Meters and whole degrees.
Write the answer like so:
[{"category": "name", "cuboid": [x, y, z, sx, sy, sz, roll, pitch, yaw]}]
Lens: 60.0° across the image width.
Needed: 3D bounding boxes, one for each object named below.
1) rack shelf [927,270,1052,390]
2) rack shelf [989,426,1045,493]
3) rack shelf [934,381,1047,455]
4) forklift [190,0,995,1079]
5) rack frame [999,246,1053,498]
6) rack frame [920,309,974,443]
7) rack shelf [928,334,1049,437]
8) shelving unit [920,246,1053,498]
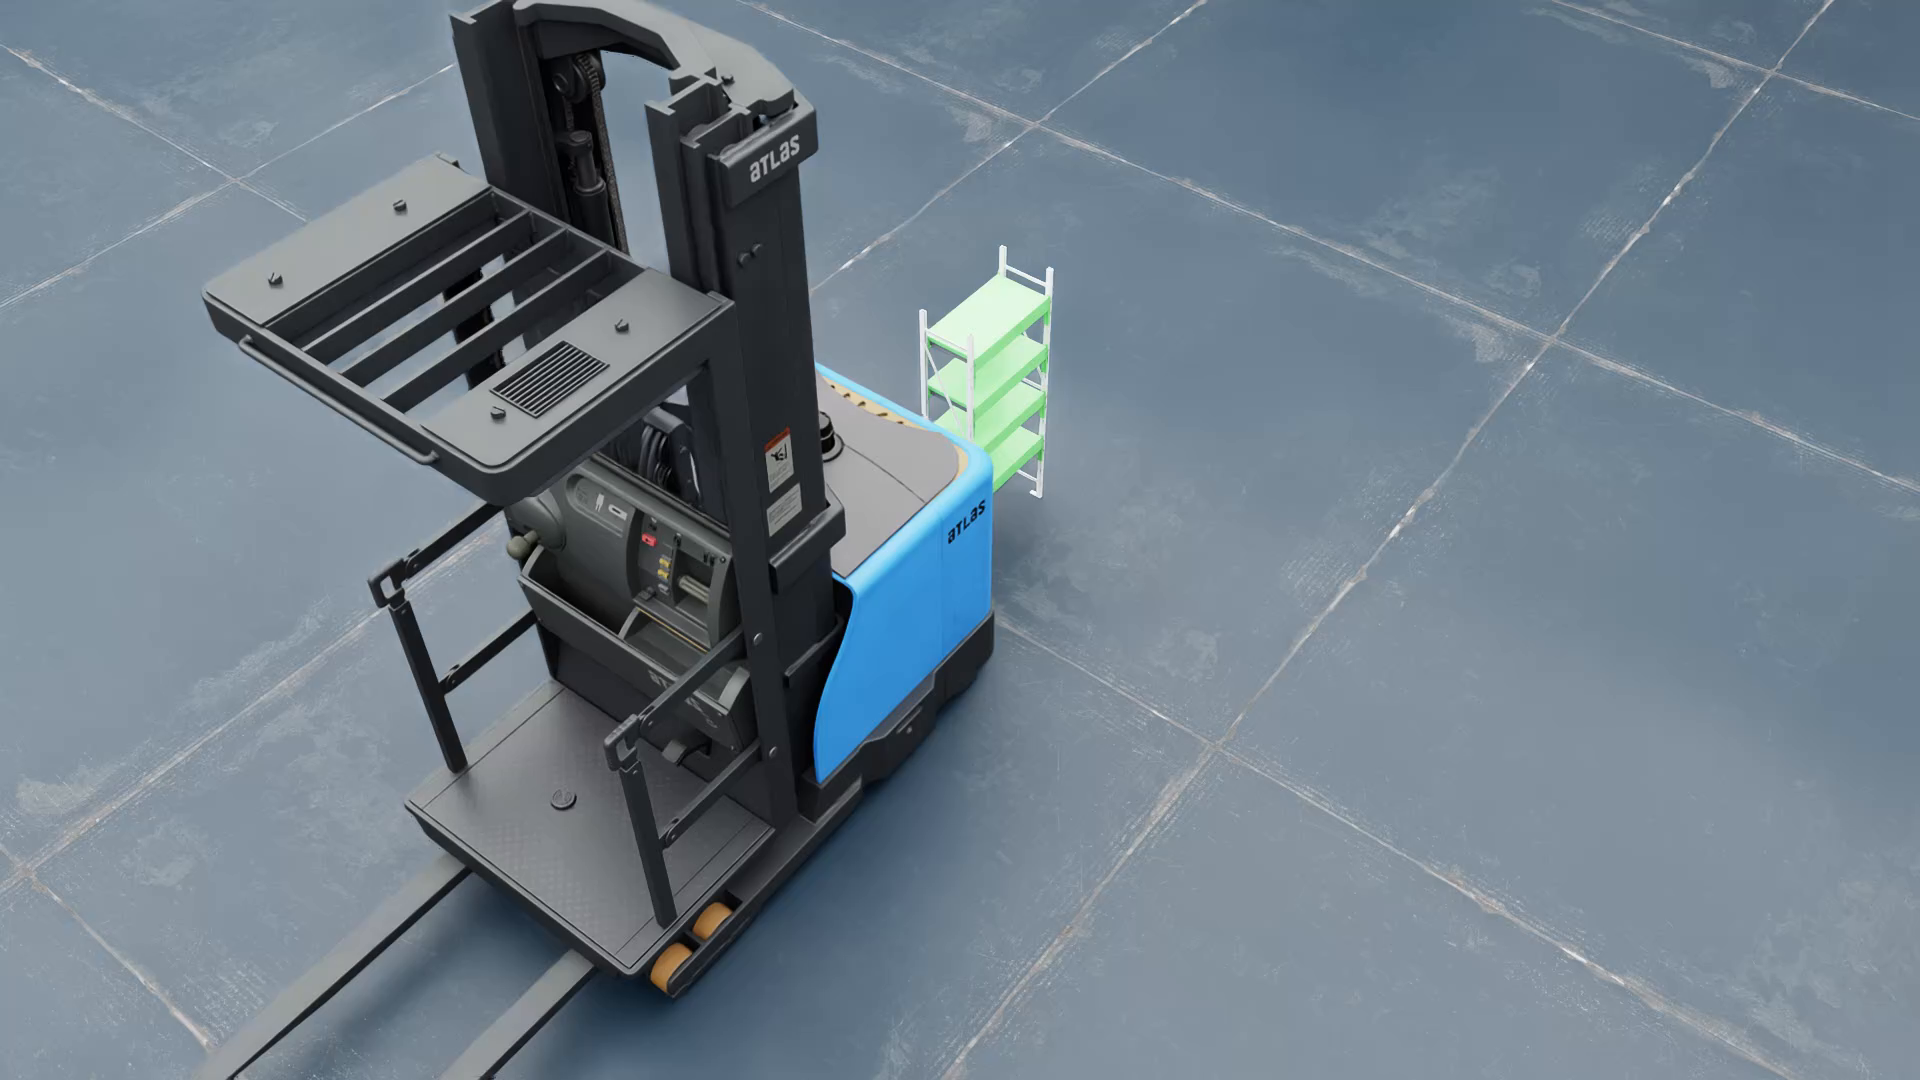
[{"category": "rack shelf", "cuboid": [0.101, -0.797, 6.270, 0.258, 0.148, 0.480, 29, 53, 25]}, {"category": "rack shelf", "cuboid": [0.101, -0.299, 6.791, 0.258, 0.148, 0.480, 29, 53, 25]}, {"category": "rack shelf", "cuboid": [0.101, -0.465, 6.618, 0.258, 0.148, 0.480, 29, 53, 25]}, {"category": "forklift", "cuboid": [-1.161, 0.073, 4.818, 1.130, 2.935, 3.031, 29, 53, 25]}, {"category": "rack frame", "cuboid": [0.250, -0.649, 6.705, 0.240, 1.200, 0.015, 29, 53, 25]}, {"category": "rack frame", "cuboid": [-0.048, -0.370, 6.438, 0.240, 1.200, 0.015, 29, 53, 25]}, {"category": "rack shelf", "cuboid": [0.101, -0.631, 6.444, 0.258, 0.148, 0.480, 29, 53, 25]}, {"category": "shelving unit", "cuboid": [0.101, -0.509, 6.571, 0.258, 1.200, 0.503, 29, 53, 25]}]
